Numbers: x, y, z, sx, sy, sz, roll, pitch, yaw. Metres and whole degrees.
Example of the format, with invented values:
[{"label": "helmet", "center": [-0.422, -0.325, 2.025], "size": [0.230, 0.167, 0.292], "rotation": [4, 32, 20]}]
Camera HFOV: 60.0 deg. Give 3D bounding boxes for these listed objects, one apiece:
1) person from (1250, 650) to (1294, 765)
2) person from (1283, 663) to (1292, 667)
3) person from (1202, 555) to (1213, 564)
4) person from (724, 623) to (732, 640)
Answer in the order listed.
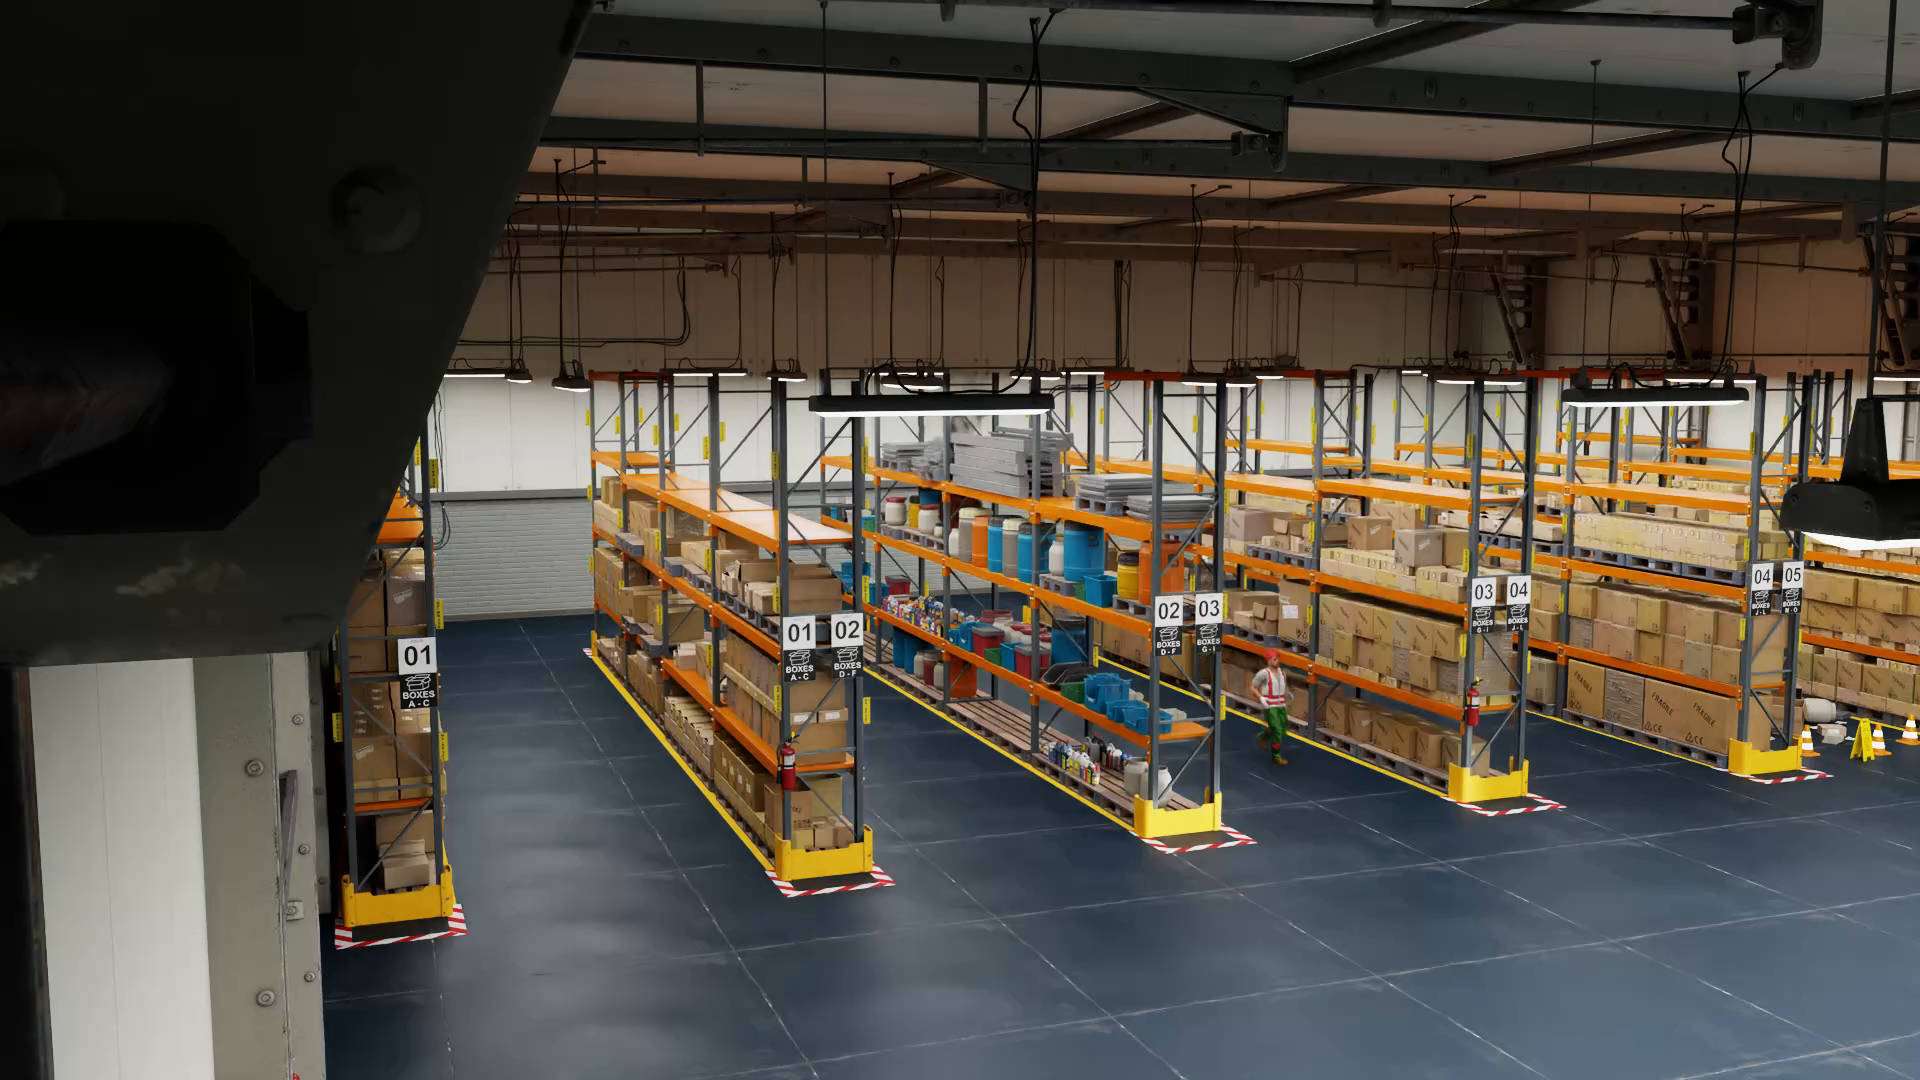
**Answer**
[{"label": "person", "center": [4.843, 2.582, 25.853], "size": [0.663, 1.748, 0.780], "rotation": [-4, 7, -31]}, {"label": "person", "center": [6.613, 1.693, 33.857], "size": [0.685, 1.735, 0.667], "rotation": [-4, 7, -30]}, {"label": "person", "center": [6.128, 0.887, 41.001], "size": [0.935, 1.806, 0.693], "rotation": [-3, 7, -24]}, {"label": "person", "center": [-4.685, 1.685, 34.136], "size": [0.595, 1.709, 0.921], "rotation": [-4, 7, -30]}]
